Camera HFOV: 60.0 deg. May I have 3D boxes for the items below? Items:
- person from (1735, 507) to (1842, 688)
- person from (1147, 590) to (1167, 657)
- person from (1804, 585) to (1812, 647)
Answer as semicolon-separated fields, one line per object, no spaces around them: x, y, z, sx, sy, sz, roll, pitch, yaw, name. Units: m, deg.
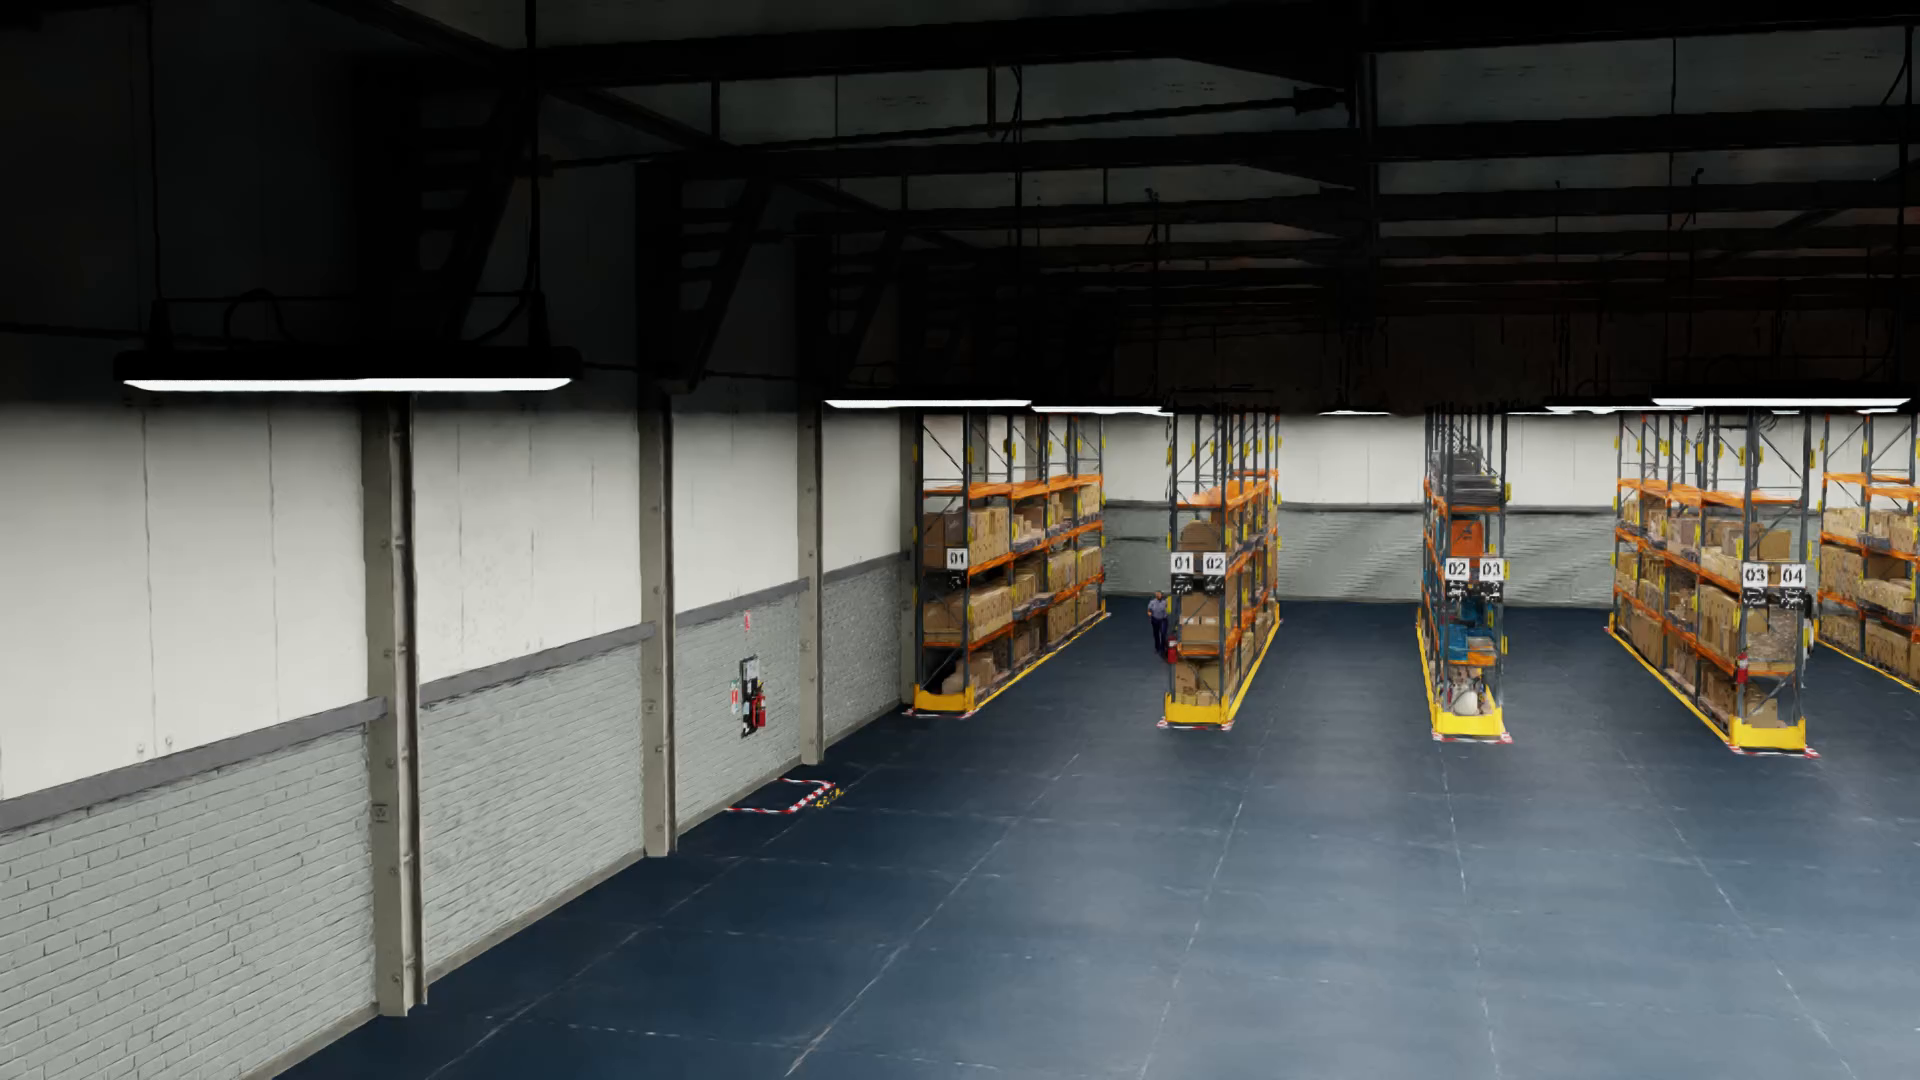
21.451;1.105;41.648;5.365;3.100;14.990;1;4;12;person
4.817;1.982;40.080;0.630;1.575;0.804;2;4;20;person
20.667;1.845;40.854;0.518;1.596;0.932;1;4;17;person
